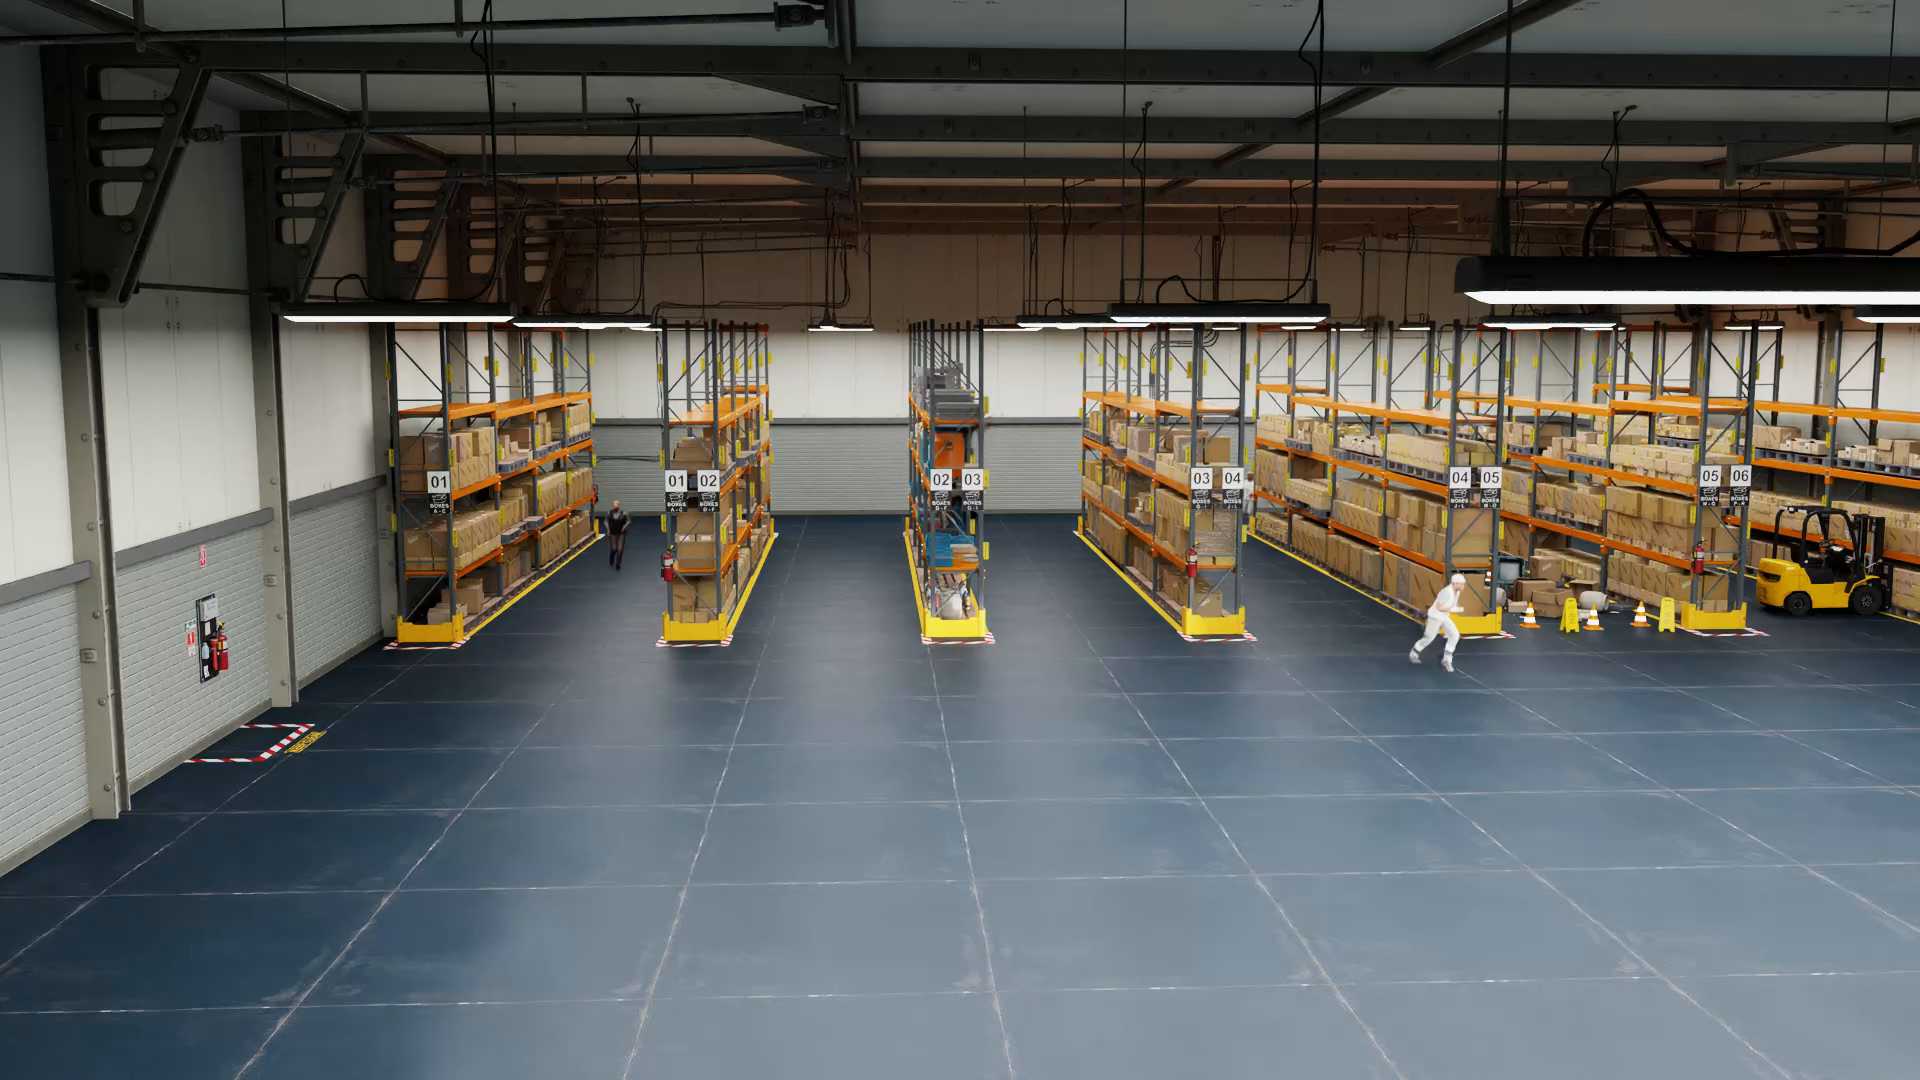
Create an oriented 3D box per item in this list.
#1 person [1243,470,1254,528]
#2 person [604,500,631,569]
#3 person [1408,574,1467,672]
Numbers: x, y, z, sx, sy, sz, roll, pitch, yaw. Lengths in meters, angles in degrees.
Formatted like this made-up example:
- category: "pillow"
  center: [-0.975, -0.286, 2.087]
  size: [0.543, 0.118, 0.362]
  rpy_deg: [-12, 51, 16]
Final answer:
- category: "person"
  center: [8.558, -1.208, 49.208]
  size: [0.698, 1.717, 0.580]
  rpy_deg: [6, 10, 42]
- category: "person"
  center: [-8.364, -0.123, 40.638]
  size: [0.651, 1.689, 0.607]
  rpy_deg: [-1, 7, -9]
- category: "person"
  center: [8.194, 1.405, 28.492]
  size: [1.015, 1.720, 0.705]
  rpy_deg: [6, 9, 42]
